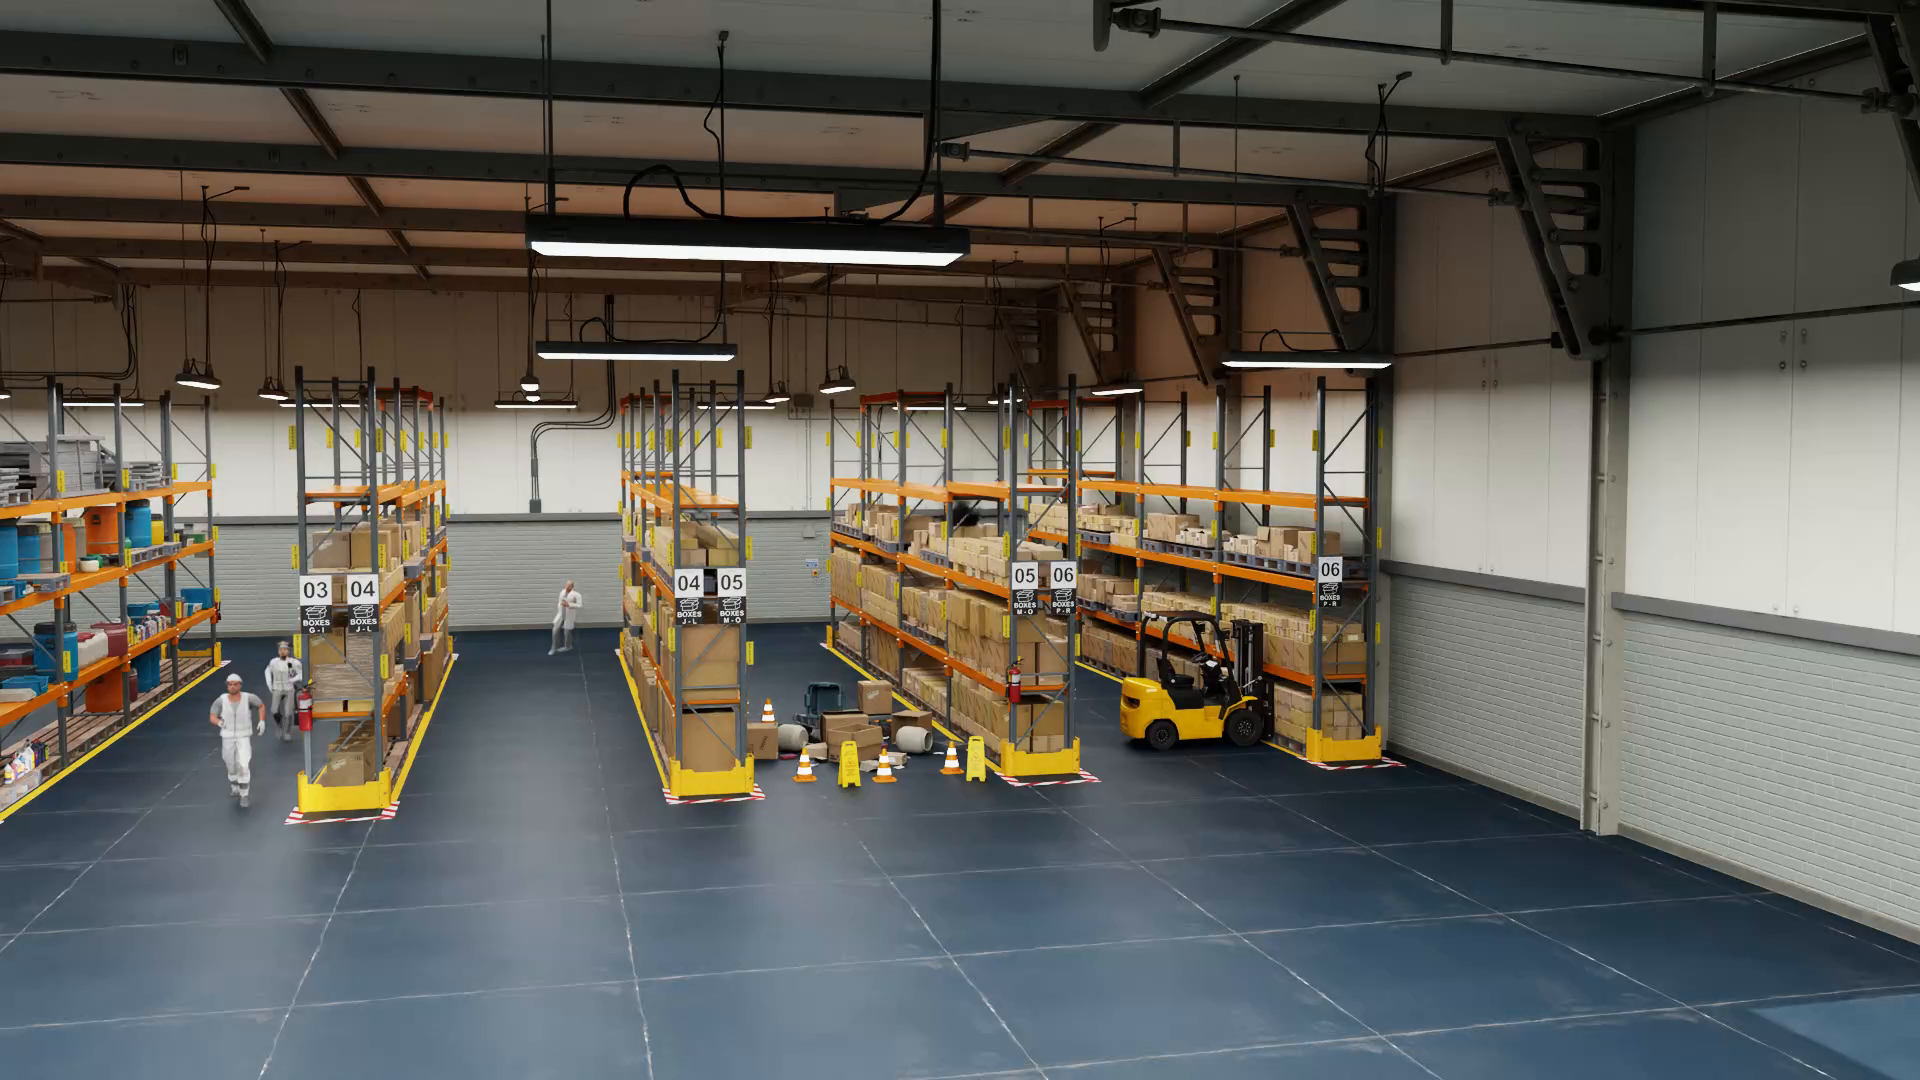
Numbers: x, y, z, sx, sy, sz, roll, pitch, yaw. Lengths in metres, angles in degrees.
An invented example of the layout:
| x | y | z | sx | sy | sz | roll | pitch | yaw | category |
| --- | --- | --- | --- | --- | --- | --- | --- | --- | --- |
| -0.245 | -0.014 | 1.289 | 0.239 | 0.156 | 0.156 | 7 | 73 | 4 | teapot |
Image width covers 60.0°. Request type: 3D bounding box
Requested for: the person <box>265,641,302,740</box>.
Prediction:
| x | y | z | sx | sy | sz | roll | pitch | yaw | category |
| --- | --- | --- | --- | --- | --- | --- | --- | --- | --- |
| -11.222 | 2.508 | 27.614 | 0.667 | 1.666 | 0.510 | -1 | 3 | -10 | person |

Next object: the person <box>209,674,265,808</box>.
| x | y | z | sx | sy | sz | roll | pitch | yaw | category |
| --- | --- | --- | --- | --- | --- | --- | --- | --- | --- |
| -9.933 | 2.761 | 22.855 | 0.686 | 1.866 | 0.764 | -1 | 4 | -15 | person |

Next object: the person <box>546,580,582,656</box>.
| x | y | z | sx | sy | sz | roll | pitch | yaw | category |
| --- | --- | --- | --- | --- | --- | --- | --- | --- | --- |
| -9.180 | 1.829 | 38.961 | 0.820 | 1.795 | 0.766 | 1 | 4 | 13 | person |
